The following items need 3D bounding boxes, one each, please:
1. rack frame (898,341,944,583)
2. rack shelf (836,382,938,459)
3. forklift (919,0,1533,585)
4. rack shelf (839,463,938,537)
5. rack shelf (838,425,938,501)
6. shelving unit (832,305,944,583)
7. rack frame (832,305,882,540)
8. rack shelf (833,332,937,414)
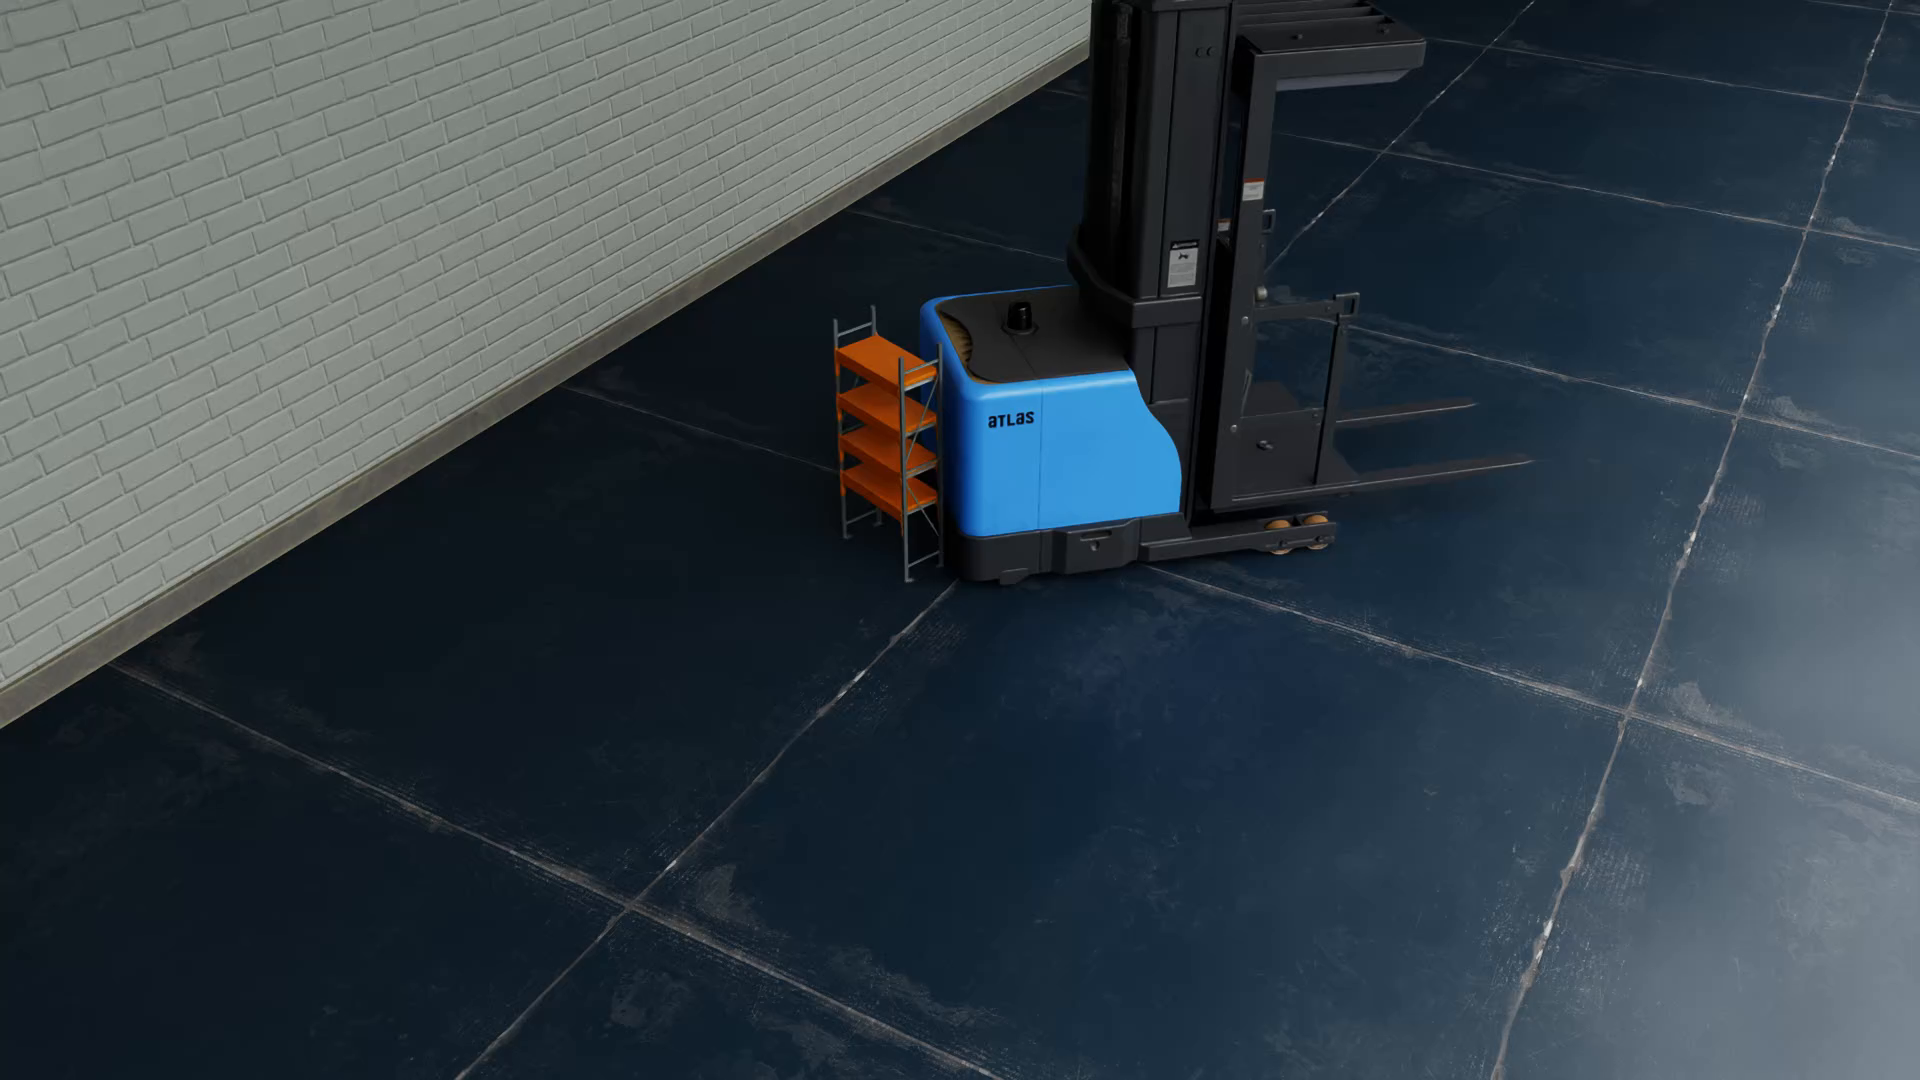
[{"bbox_3d":[-0.174,-0.340,7.678,0.240,1.200,0.015,-25,41,-33],"label":"rack frame"},{"bbox_3d":[-0.332,-0.573,7.746,0.258,0.148,0.480,-25,41,-33],"label":"rack shelf"},{"bbox_3d":[1.364,-1.427,7.748,3.031,2.935,1.130,-7,34,-11],"label":"forklift"},{"bbox_3d":[-0.332,-0.222,7.980,0.258,0.148,0.480,-25,41,-33],"label":"rack shelf"},{"bbox_3d":[-0.332,-0.387,7.870,0.258,0.148,0.480,-25,41,-33],"label":"rack shelf"},{"bbox_3d":[-0.332,-0.443,7.833,0.258,1.200,0.503,-25,41,-33],"label":"shelving unit"},{"bbox_3d":[-0.490,-0.546,7.988,0.240,1.200,0.015,-25,41,-33],"label":"rack frame"},{"bbox_3d":[-0.332,-0.770,7.615,0.258,0.148,0.480,-25,41,-33],"label":"rack shelf"}]
